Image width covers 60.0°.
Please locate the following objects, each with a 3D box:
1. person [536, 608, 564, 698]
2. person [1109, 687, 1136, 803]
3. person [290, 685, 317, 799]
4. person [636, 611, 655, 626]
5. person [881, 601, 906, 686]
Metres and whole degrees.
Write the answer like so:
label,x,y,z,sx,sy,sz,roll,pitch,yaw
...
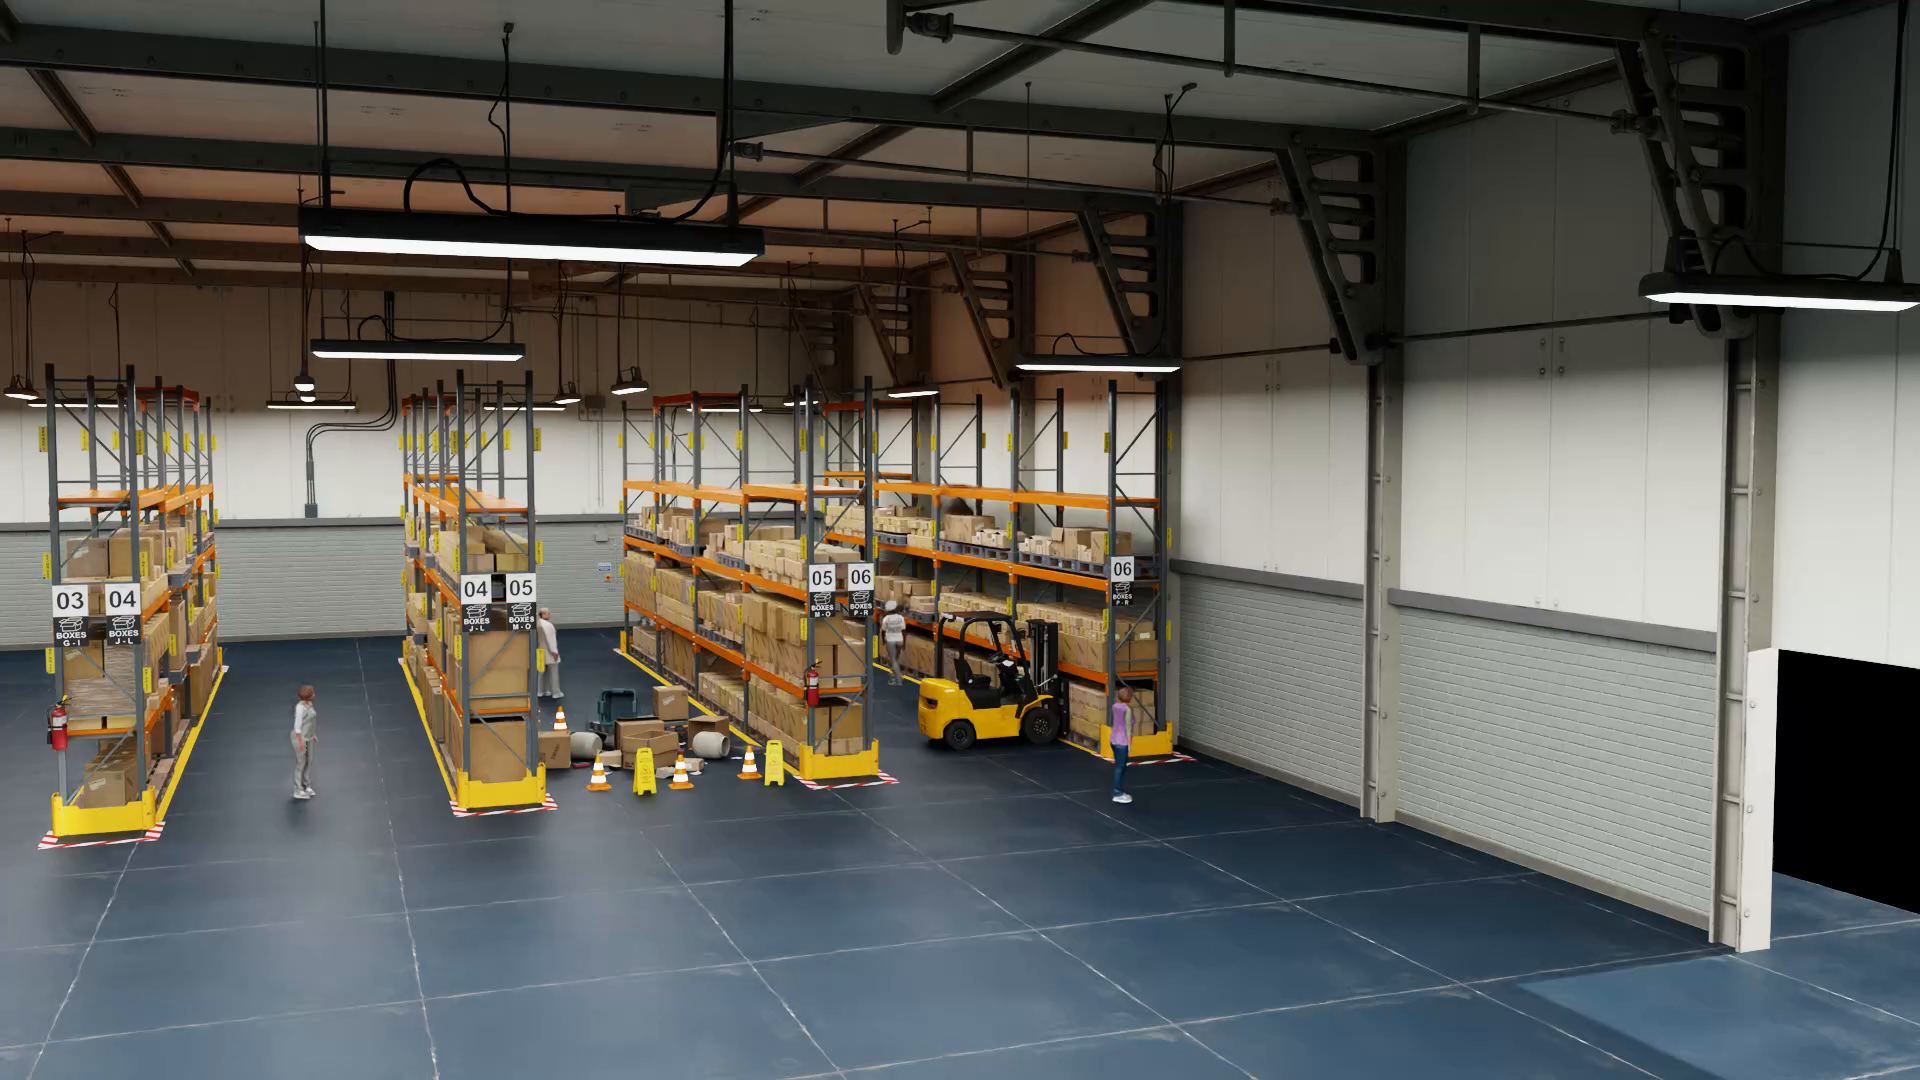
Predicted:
label,x,y,z,sx,sy,sz,roll,pitch,yaw
person,-8.061,2.205,32.640,0.627,1.773,0.491,3,4,40
person,2.280,2.850,23.143,0.382,1.607,0.437,-1,4,-22
person,-9.277,2.841,23.503,0.357,1.610,0.433,0,3,5
person,-7.782,1.717,41.424,0.587,1.814,0.410,0,3,-1
person,-1.336,2.031,32.605,0.441,1.709,0.739,-2,4,-33
